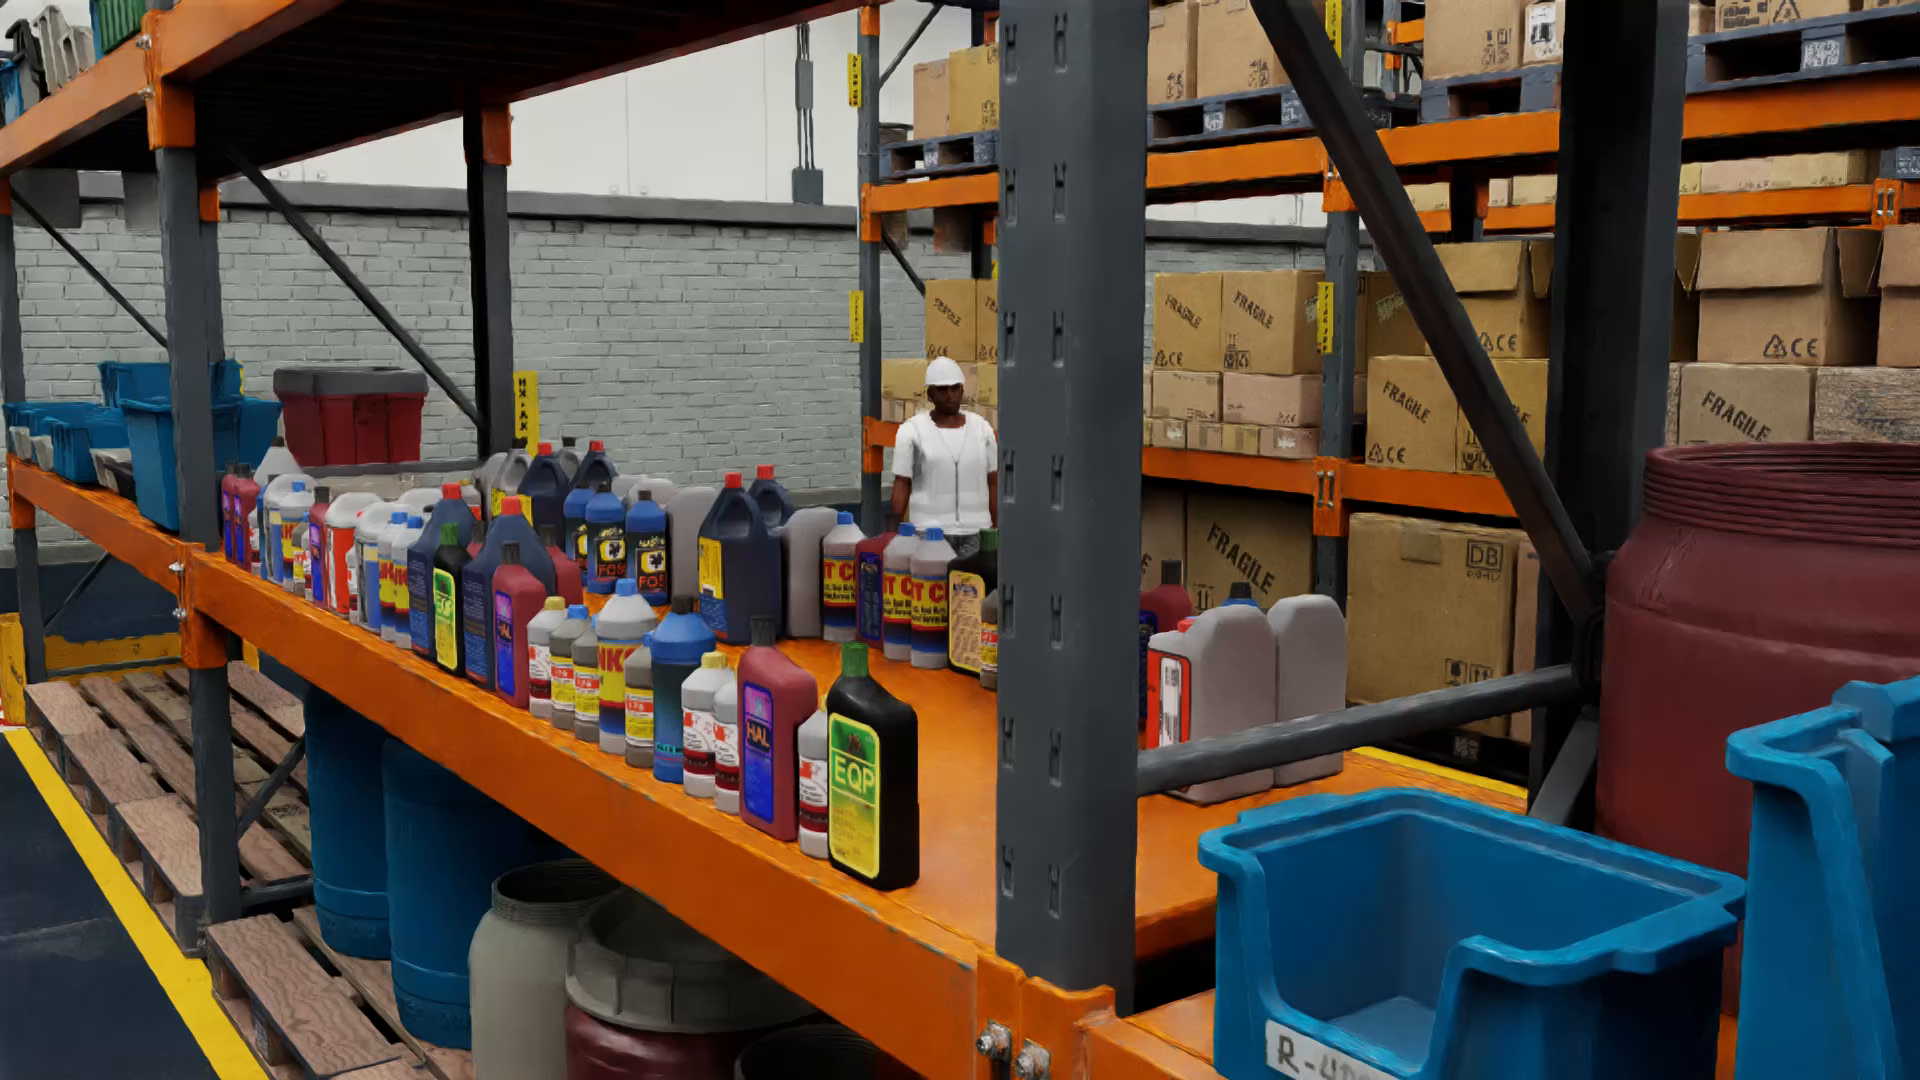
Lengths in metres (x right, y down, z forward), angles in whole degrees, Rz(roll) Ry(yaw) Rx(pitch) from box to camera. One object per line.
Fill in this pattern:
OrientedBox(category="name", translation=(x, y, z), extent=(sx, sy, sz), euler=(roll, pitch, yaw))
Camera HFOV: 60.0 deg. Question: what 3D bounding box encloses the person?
OrientedBox(category="person", translation=(-0.048, -0.045, 8.476), extent=(0.594, 1.765, 0.687), euler=(-2, 8, -16))
